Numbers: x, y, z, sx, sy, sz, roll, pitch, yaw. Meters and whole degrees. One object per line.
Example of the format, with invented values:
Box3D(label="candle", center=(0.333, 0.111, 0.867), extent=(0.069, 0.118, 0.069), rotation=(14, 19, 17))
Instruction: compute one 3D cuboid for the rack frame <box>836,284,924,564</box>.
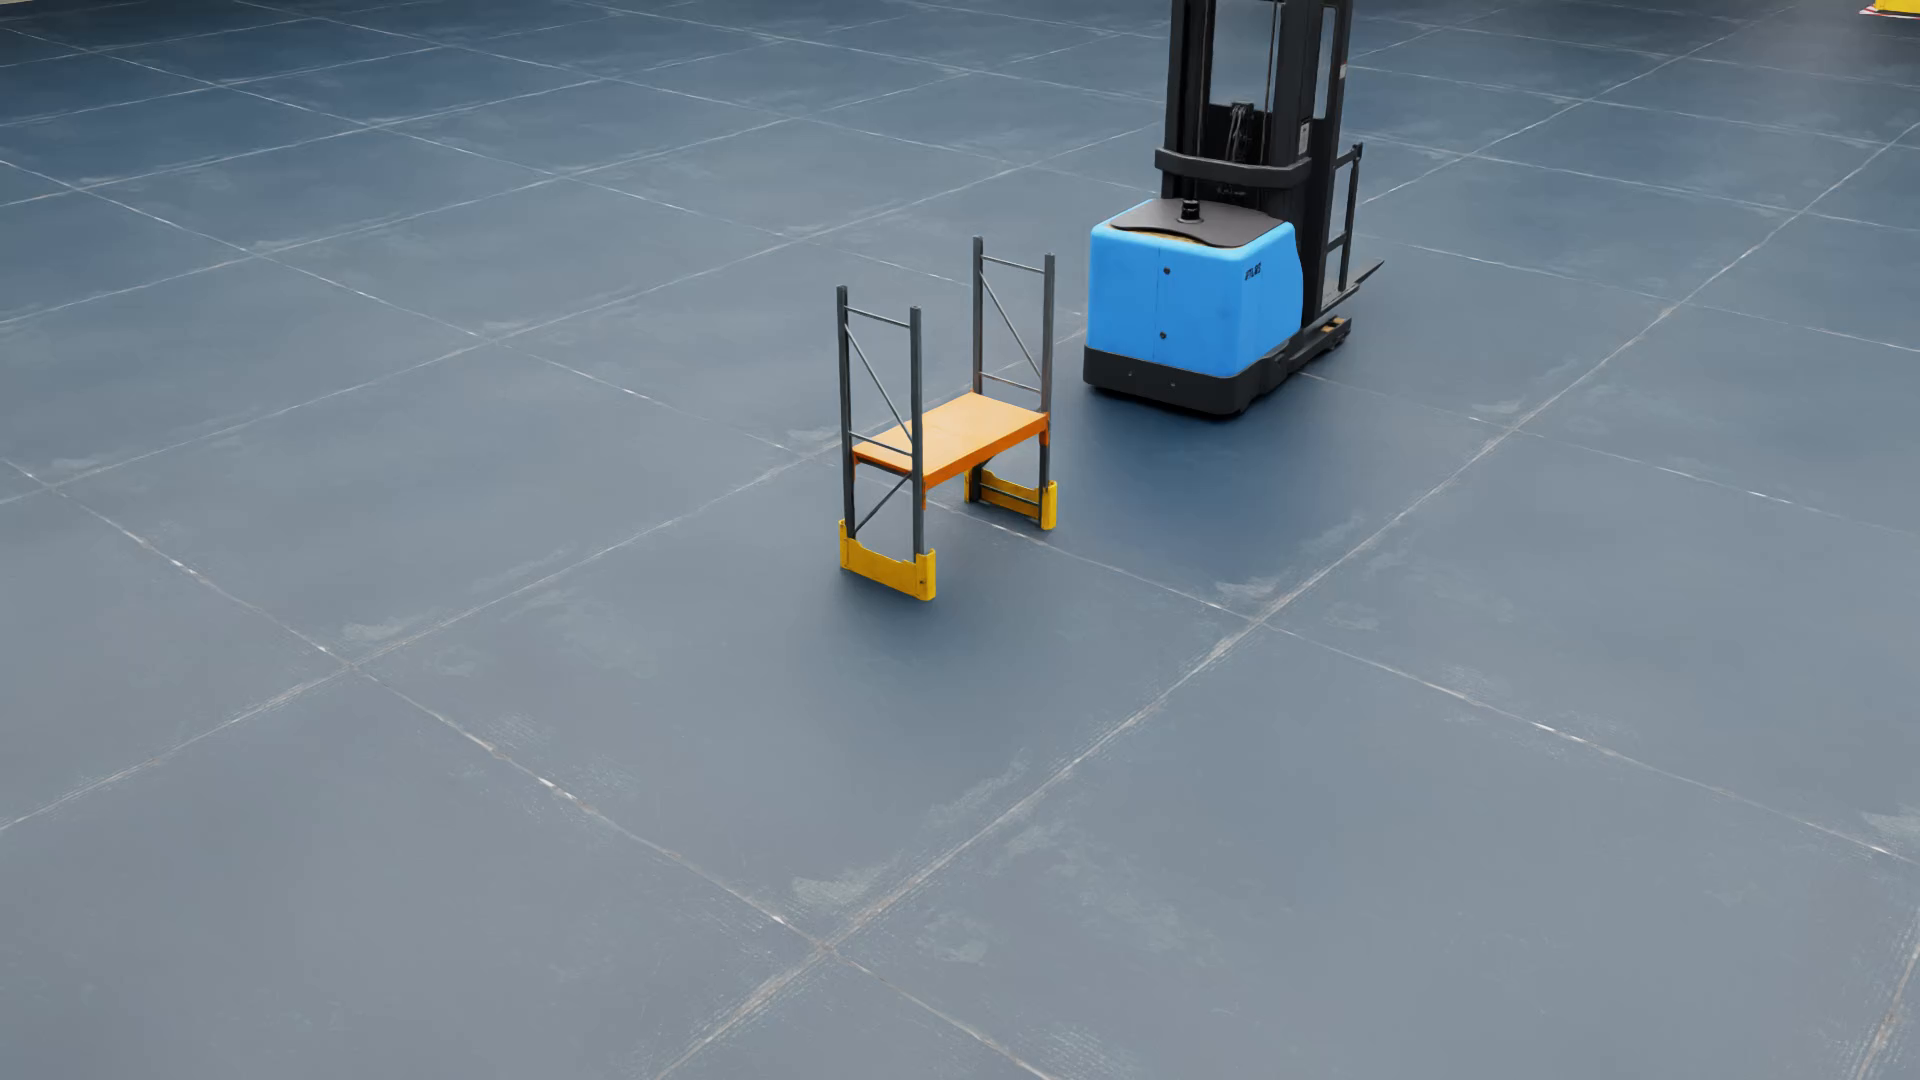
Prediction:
Box3D(label="rack frame", center=(-0.378, -0.456, 7.999), extent=(0.500, 1.500, 0.032), rotation=(21, 34, 34))

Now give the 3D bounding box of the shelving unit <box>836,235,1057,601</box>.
Box3D(label="shelving unit", center=(-0.048, -0.639, 8.353), extent=(0.587, 1.500, 1.083), rotation=(21, 34, 34))

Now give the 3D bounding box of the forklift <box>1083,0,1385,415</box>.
Box3D(label="forklift", center=(2.018, -2.689, 10.757), extent=(1.130, 2.935, 3.031), rotation=(17, 32, 30))

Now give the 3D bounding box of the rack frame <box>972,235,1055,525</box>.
Box3D(label="rack frame", center=(0.269, -0.816, 8.695), extent=(0.500, 1.500, 0.032), rotation=(21, 34, 34))

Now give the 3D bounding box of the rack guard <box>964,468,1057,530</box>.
Box3D(label="rack guard", center=(0.268, -0.261, 8.982), extent=(0.587, 0.250, 0.087), rotation=(21, 34, 34))

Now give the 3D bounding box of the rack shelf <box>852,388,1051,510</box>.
Box3D(label="rack shelf", center=(-0.054, -0.476, 8.430), extent=(0.538, 0.185, 1.000), rotation=(21, 34, 34))

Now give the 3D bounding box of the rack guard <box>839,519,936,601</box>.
Box3D(label="rack guard", center=(-0.365, 0.093, 8.299), extent=(0.587, 0.250, 0.087), rotation=(21, 34, 34))

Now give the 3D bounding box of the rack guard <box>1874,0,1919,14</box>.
Box3D(label="rack guard", center=(13.114, -7.418, 22.546), extent=(1.175, 0.500, 0.348), rotation=(21, 34, 34))
